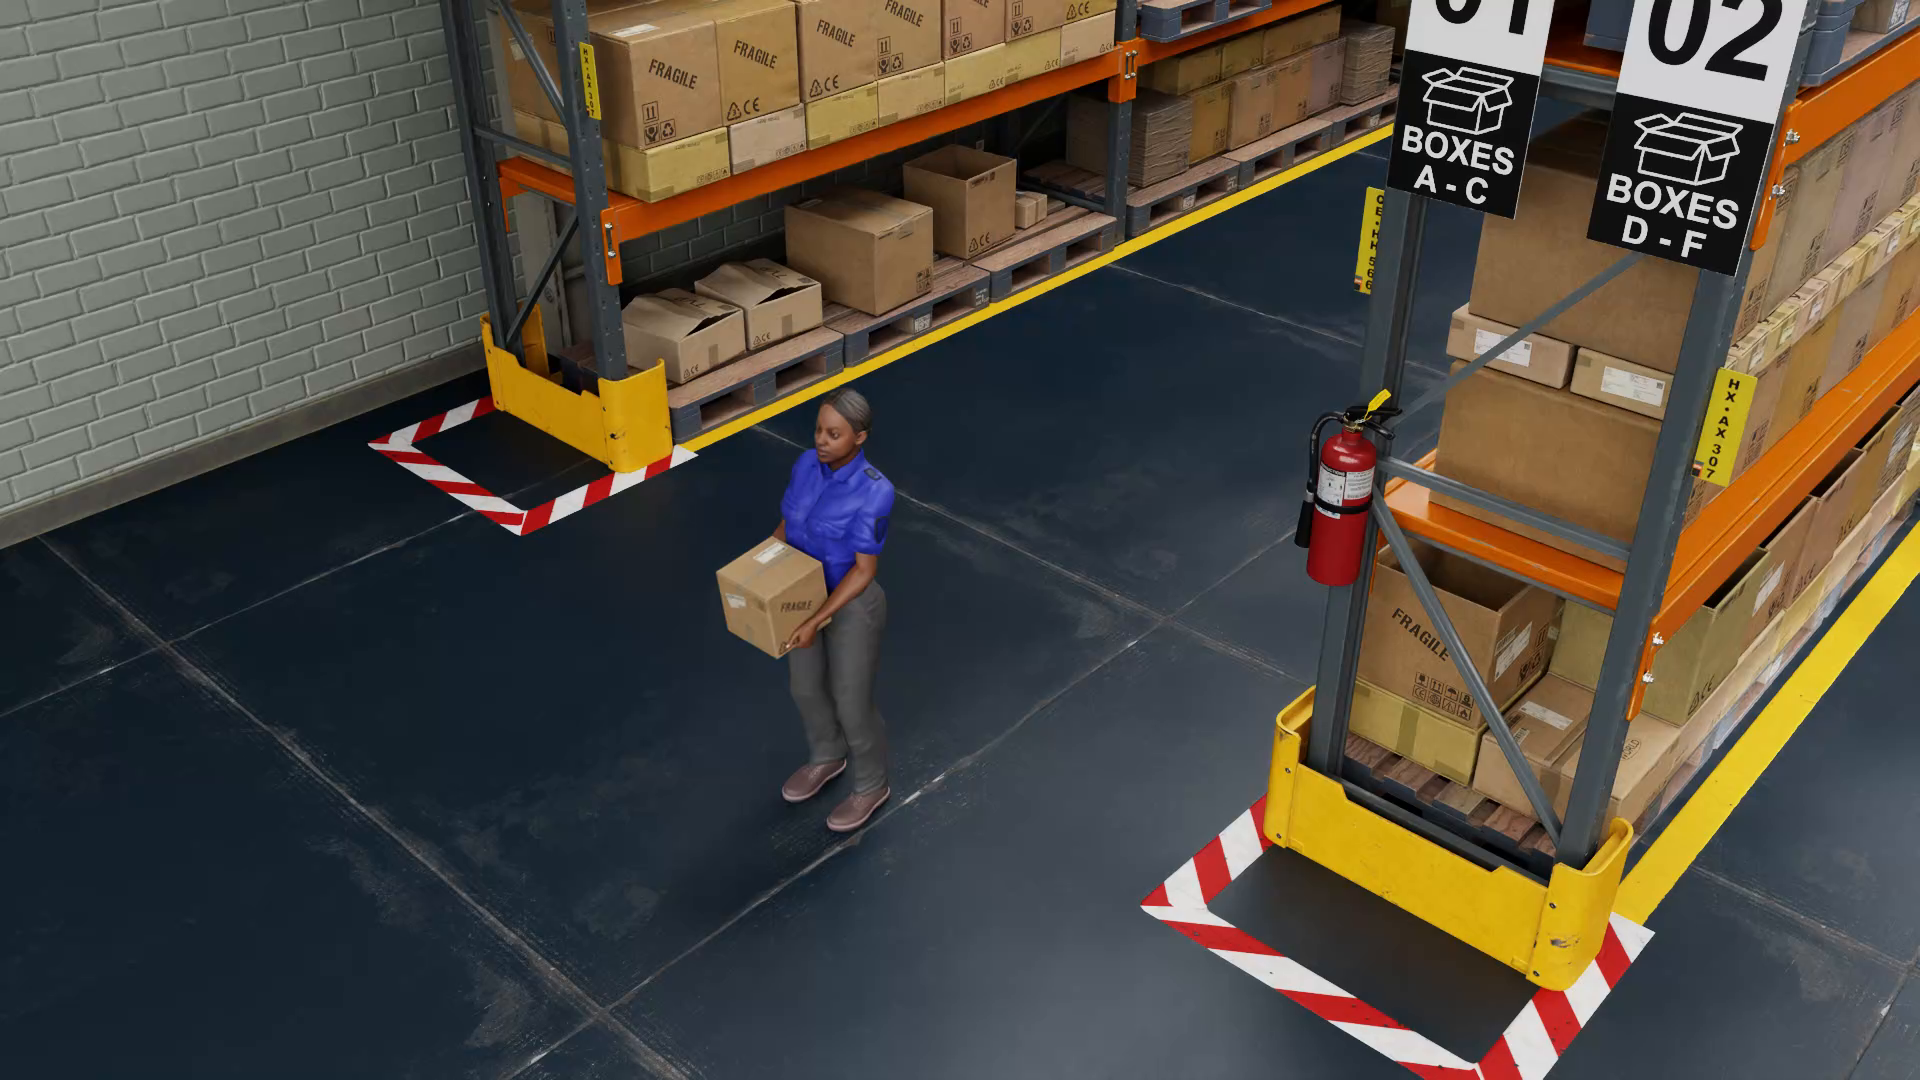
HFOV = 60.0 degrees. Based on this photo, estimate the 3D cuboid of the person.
[{"bbox_3d":[-0.486,0.269,5.710,0.450,1.646,0.517,26,40,35],"label":"person"}]
